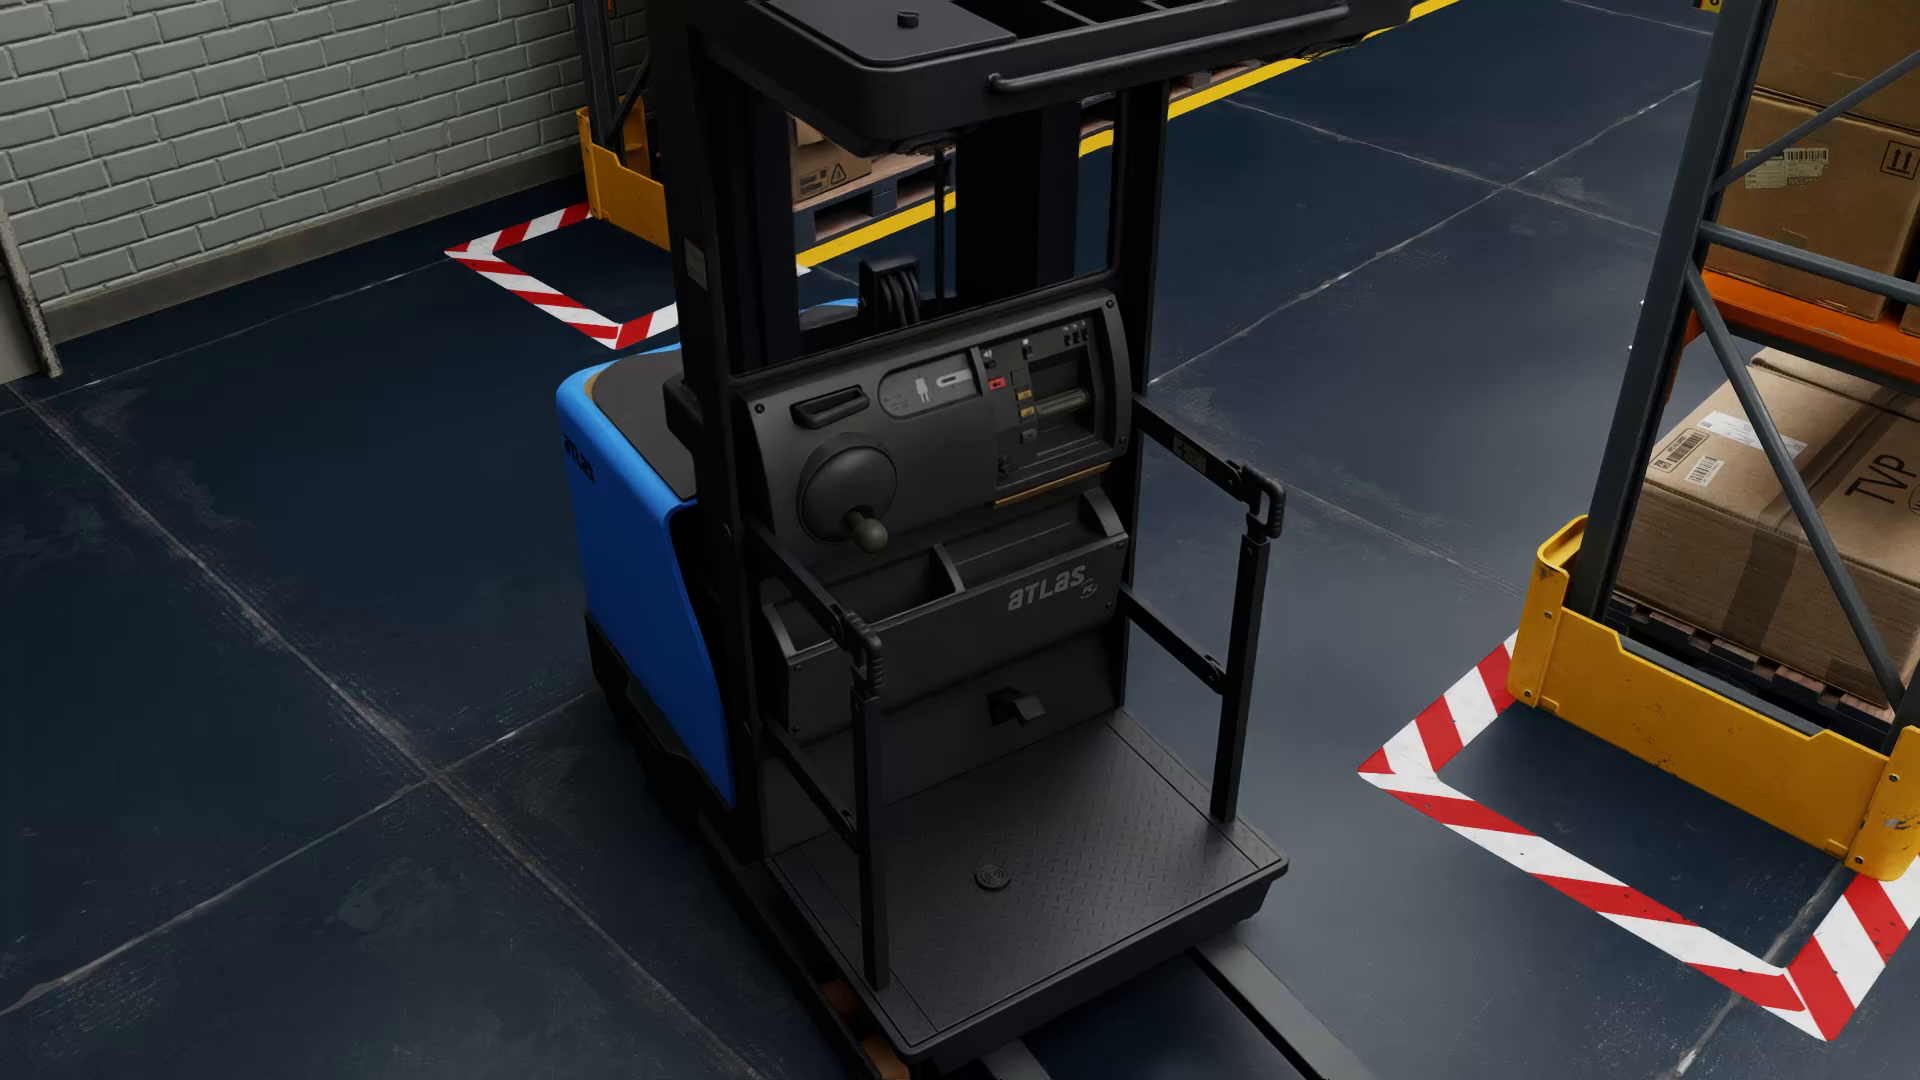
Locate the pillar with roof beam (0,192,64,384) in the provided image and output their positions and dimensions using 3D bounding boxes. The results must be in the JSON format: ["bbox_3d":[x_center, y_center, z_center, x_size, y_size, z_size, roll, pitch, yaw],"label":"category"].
[{"bbox_3d":[-0.811,-2.610,1.626,9.100,9.000,0.400,30,45,35],"label":"pillar with roof beam"}]

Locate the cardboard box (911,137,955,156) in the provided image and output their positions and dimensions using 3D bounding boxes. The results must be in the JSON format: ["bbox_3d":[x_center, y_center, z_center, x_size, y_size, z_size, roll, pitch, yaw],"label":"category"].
[{"bbox_3d":[-0.199,-2.304,8.250,0.500,0.500,0.700,-28,44,-34],"label":"cardboard box"}]

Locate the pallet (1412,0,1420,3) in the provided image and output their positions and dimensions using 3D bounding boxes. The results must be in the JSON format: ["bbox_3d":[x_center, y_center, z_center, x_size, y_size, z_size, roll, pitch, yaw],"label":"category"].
[{"bbox_3d":[2.897,-3.939,11.214,1.003,0.211,1.213,30,45,35],"label":"pallet"}]

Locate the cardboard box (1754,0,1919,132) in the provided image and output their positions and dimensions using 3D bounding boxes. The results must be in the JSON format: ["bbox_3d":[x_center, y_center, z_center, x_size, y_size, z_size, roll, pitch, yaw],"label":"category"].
[{"bbox_3d":[2.369,-1.360,4.116,0.500,0.500,0.500,-28,44,-34],"label":"cardboard box"}]

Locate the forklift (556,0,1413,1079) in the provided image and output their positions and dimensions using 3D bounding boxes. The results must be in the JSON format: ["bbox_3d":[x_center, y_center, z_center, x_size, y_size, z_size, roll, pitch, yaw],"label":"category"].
[{"bbox_3d":[0.092,-0.201,3.476,1.130,2.935,3.031,-20,39,-26],"label":"forklift"}]

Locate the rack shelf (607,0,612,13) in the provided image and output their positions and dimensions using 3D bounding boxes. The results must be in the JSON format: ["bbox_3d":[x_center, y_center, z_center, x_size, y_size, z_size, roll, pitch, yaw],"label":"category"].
[{"bbox_3d":[0.082,-3.133,8.249,1.077,0.370,4.000,30,45,35],"label":"rack shelf"}]

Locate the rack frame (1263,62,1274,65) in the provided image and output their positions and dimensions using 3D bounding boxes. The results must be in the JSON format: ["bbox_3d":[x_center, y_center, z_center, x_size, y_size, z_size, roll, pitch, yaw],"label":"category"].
[{"bbox_3d":[1.491,-4.240,9.207,1.000,3.000,0.127,30,45,35],"label":"rack frame"}]

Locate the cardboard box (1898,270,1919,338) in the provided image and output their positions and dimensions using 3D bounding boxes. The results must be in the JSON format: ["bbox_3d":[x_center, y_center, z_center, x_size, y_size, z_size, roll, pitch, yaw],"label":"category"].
[{"bbox_3d":[2.740,-0.737,4.097,0.500,0.500,0.500,29,44,35],"label":"cardboard box"}]

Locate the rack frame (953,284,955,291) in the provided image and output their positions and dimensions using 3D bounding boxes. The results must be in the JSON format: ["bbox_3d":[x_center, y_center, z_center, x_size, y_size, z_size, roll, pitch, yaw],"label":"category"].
[{"bbox_3d":[0.066,-0.407,5.547,0.240,0.900,0.006,30,45,35],"label":"rack frame"}]

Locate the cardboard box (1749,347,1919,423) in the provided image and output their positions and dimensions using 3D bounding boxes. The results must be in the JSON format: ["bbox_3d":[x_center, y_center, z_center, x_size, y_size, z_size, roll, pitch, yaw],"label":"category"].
[{"bbox_3d":[3.231,-0.421,5.605,0.875,0.438,0.875,-29,44,-34],"label":"cardboard box"}]

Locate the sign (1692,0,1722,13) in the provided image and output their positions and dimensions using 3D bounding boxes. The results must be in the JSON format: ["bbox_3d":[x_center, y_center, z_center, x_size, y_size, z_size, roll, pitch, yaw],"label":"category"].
[{"bbox_3d":[1.823,-1.413,3.935,0.100,0.325,0.005,30,45,35],"label":"sign"}]

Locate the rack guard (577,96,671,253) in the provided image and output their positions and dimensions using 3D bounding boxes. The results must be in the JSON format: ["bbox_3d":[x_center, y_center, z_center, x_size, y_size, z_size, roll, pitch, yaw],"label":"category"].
[{"bbox_3d":[-1.274,-1.622,7.638,1.175,0.500,0.348,30,45,35],"label":"rack guard"}]

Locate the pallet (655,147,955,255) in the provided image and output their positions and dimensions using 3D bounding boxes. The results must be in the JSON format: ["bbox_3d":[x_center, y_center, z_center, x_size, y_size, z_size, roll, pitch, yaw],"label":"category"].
[{"bbox_3d":[-0.713,-1.827,8.185,1.003,0.211,1.213,30,45,35],"label":"pallet"}]

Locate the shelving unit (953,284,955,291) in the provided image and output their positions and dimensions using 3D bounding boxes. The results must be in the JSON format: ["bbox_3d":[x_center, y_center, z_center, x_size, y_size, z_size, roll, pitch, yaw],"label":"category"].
[{"bbox_3d":[-0.006,-0.366,5.488,0.258,0.900,0.210,30,45,35],"label":"shelving unit"}]

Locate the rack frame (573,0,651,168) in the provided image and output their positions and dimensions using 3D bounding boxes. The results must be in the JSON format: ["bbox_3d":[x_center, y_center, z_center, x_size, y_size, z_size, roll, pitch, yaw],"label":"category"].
[{"bbox_3d":[-1.327,-2.616,6.879,1.000,3.000,0.127,30,45,35],"label":"rack frame"}]

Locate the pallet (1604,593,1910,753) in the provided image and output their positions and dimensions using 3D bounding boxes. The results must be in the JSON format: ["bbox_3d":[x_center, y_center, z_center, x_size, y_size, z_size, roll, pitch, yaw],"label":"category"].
[{"bbox_3d":[2.706,0.171,5.321,1.003,0.211,1.213,30,45,35],"label":"pallet"}]

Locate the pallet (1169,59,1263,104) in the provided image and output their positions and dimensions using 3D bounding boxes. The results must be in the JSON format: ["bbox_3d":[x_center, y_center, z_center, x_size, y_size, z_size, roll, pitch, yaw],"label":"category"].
[{"bbox_3d":[1.007,-2.818,9.606,1.003,0.211,1.213,30,45,35],"label":"pallet"}]

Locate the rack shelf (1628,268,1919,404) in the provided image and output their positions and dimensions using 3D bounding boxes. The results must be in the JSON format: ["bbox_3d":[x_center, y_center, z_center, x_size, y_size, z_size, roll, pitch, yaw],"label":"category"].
[{"bbox_3d":[3.607,-1.134,5.382,1.077,0.370,4.000,30,45,35],"label":"rack shelf"}]

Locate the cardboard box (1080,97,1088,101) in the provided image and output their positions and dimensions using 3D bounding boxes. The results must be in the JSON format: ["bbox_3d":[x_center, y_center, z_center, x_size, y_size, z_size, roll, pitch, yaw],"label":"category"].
[{"bbox_3d":[0.532,-2.726,8.854,0.700,0.500,0.500,28,43,34],"label":"cardboard box"}]

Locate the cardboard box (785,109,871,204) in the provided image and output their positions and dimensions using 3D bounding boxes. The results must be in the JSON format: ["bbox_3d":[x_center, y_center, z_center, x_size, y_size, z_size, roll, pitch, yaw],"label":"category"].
[{"bbox_3d":[-0.829,-1.974,7.774,0.797,0.503,0.637,28,43,34],"label":"cardboard box"}]

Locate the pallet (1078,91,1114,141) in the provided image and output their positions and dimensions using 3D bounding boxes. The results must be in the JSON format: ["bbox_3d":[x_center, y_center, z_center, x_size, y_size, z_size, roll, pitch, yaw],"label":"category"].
[{"bbox_3d":[0.147,-2.320,8.892,1.003,0.211,1.213,30,45,35],"label":"pallet"}]

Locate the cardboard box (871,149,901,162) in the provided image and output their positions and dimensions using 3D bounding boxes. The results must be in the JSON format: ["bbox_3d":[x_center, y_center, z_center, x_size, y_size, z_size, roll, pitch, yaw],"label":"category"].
[{"bbox_3d":[-0.502,-1.986,8.100,0.380,0.149,0.250,28,43,34],"label":"cardboard box"}]

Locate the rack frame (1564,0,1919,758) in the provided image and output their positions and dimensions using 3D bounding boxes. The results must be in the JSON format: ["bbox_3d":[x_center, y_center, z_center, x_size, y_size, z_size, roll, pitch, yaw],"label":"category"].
[{"bbox_3d":[2.198,-0.617,4.013,1.000,3.000,0.127,30,45,35],"label":"rack frame"}]

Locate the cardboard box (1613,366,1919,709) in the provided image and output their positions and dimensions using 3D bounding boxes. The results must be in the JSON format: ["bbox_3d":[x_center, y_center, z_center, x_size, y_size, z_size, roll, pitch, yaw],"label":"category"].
[{"bbox_3d":[2.592,-0.047,5.067,0.875,0.438,0.875,28,44,34],"label":"cardboard box"}]

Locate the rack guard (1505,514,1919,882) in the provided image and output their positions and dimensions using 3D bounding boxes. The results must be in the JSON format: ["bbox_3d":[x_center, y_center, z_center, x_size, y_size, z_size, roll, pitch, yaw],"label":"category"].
[{"bbox_3d":[2.181,0.418,4.714,1.175,0.500,0.348,30,45,35],"label":"rack guard"}]

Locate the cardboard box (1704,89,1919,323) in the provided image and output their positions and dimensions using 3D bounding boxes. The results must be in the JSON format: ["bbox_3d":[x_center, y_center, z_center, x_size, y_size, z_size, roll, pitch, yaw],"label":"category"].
[{"bbox_3d":[2.350,-0.961,4.418,0.500,0.500,0.500,-30,45,-35],"label":"cardboard box"}]
